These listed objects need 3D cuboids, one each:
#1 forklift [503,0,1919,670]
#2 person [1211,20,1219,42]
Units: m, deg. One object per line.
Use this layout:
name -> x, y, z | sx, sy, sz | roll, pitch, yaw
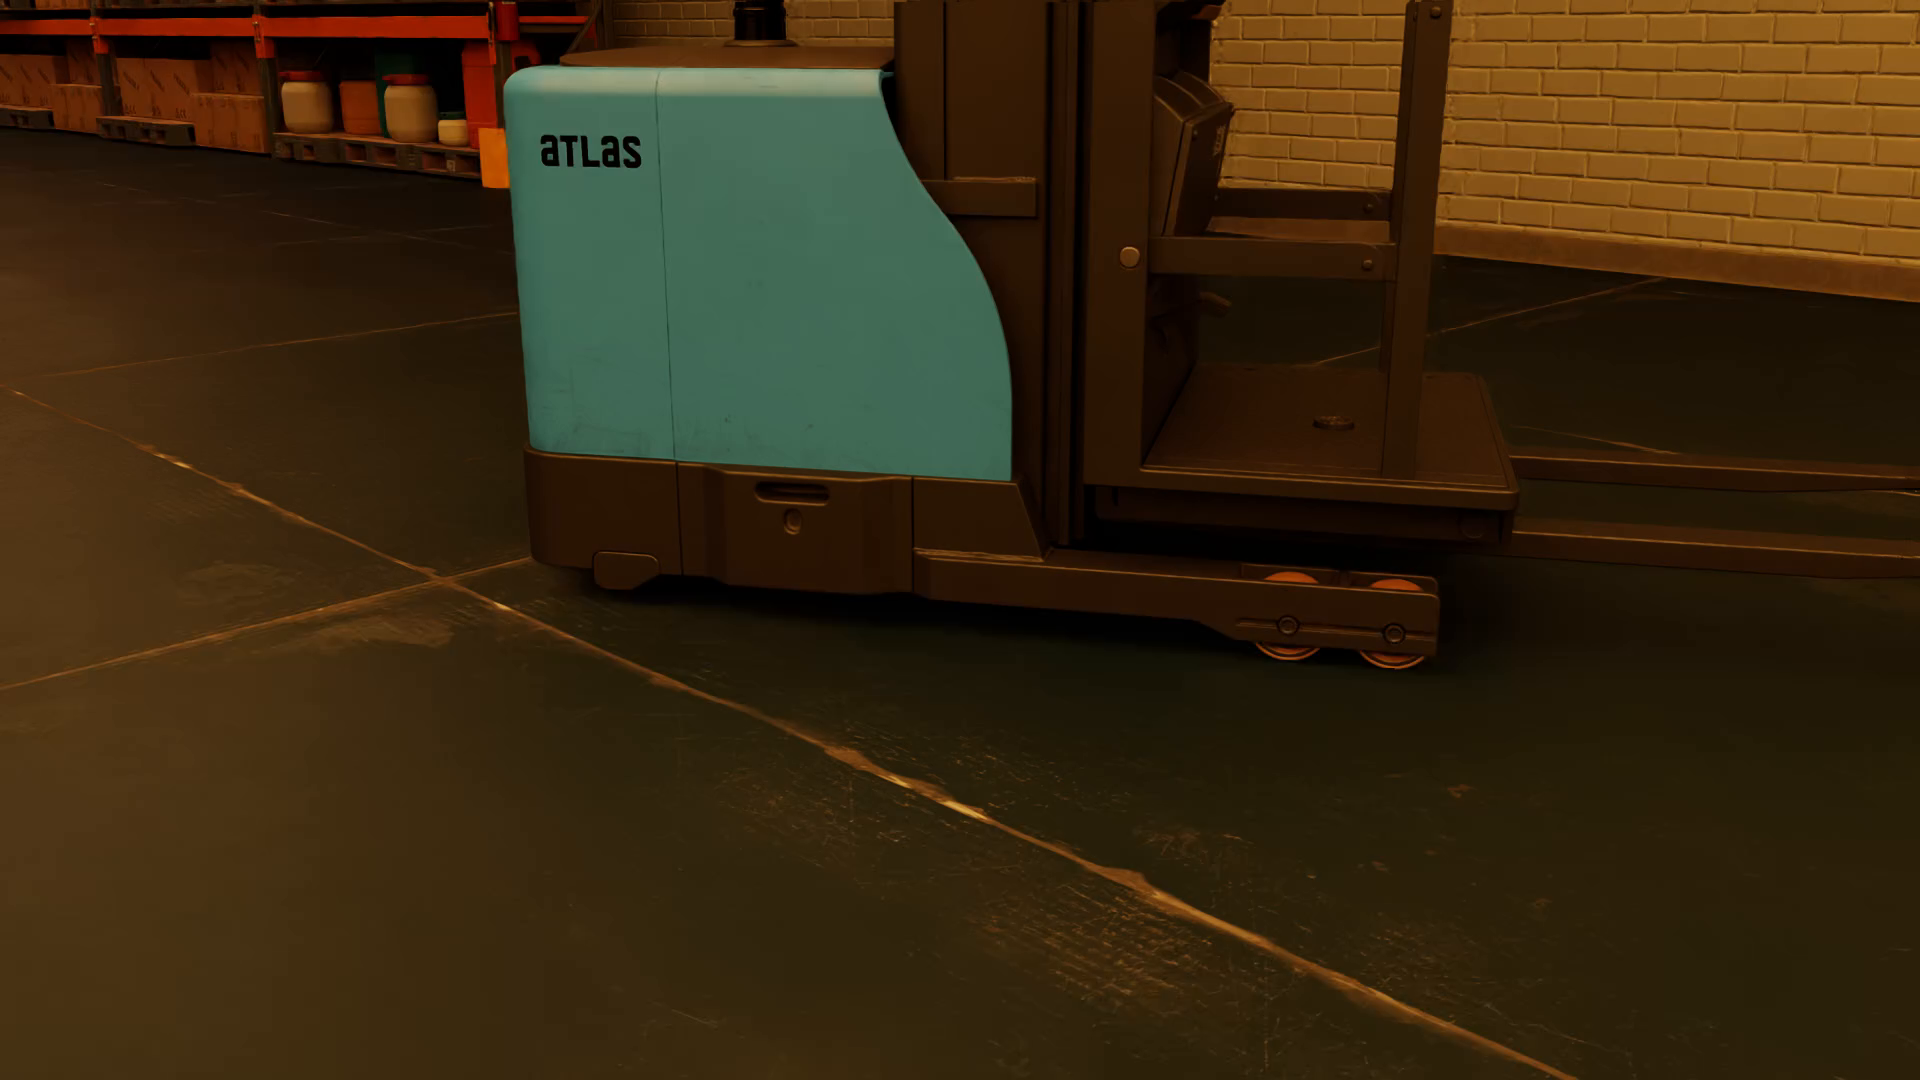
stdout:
forklift -> 0.656, -1.331, 3.236 | 3.031, 2.935, 1.130 | 4, 18, 13
person -> 0.568, -1.335, 5.712 | 1.020, 1.481, 0.788 | -11, 20, -32
